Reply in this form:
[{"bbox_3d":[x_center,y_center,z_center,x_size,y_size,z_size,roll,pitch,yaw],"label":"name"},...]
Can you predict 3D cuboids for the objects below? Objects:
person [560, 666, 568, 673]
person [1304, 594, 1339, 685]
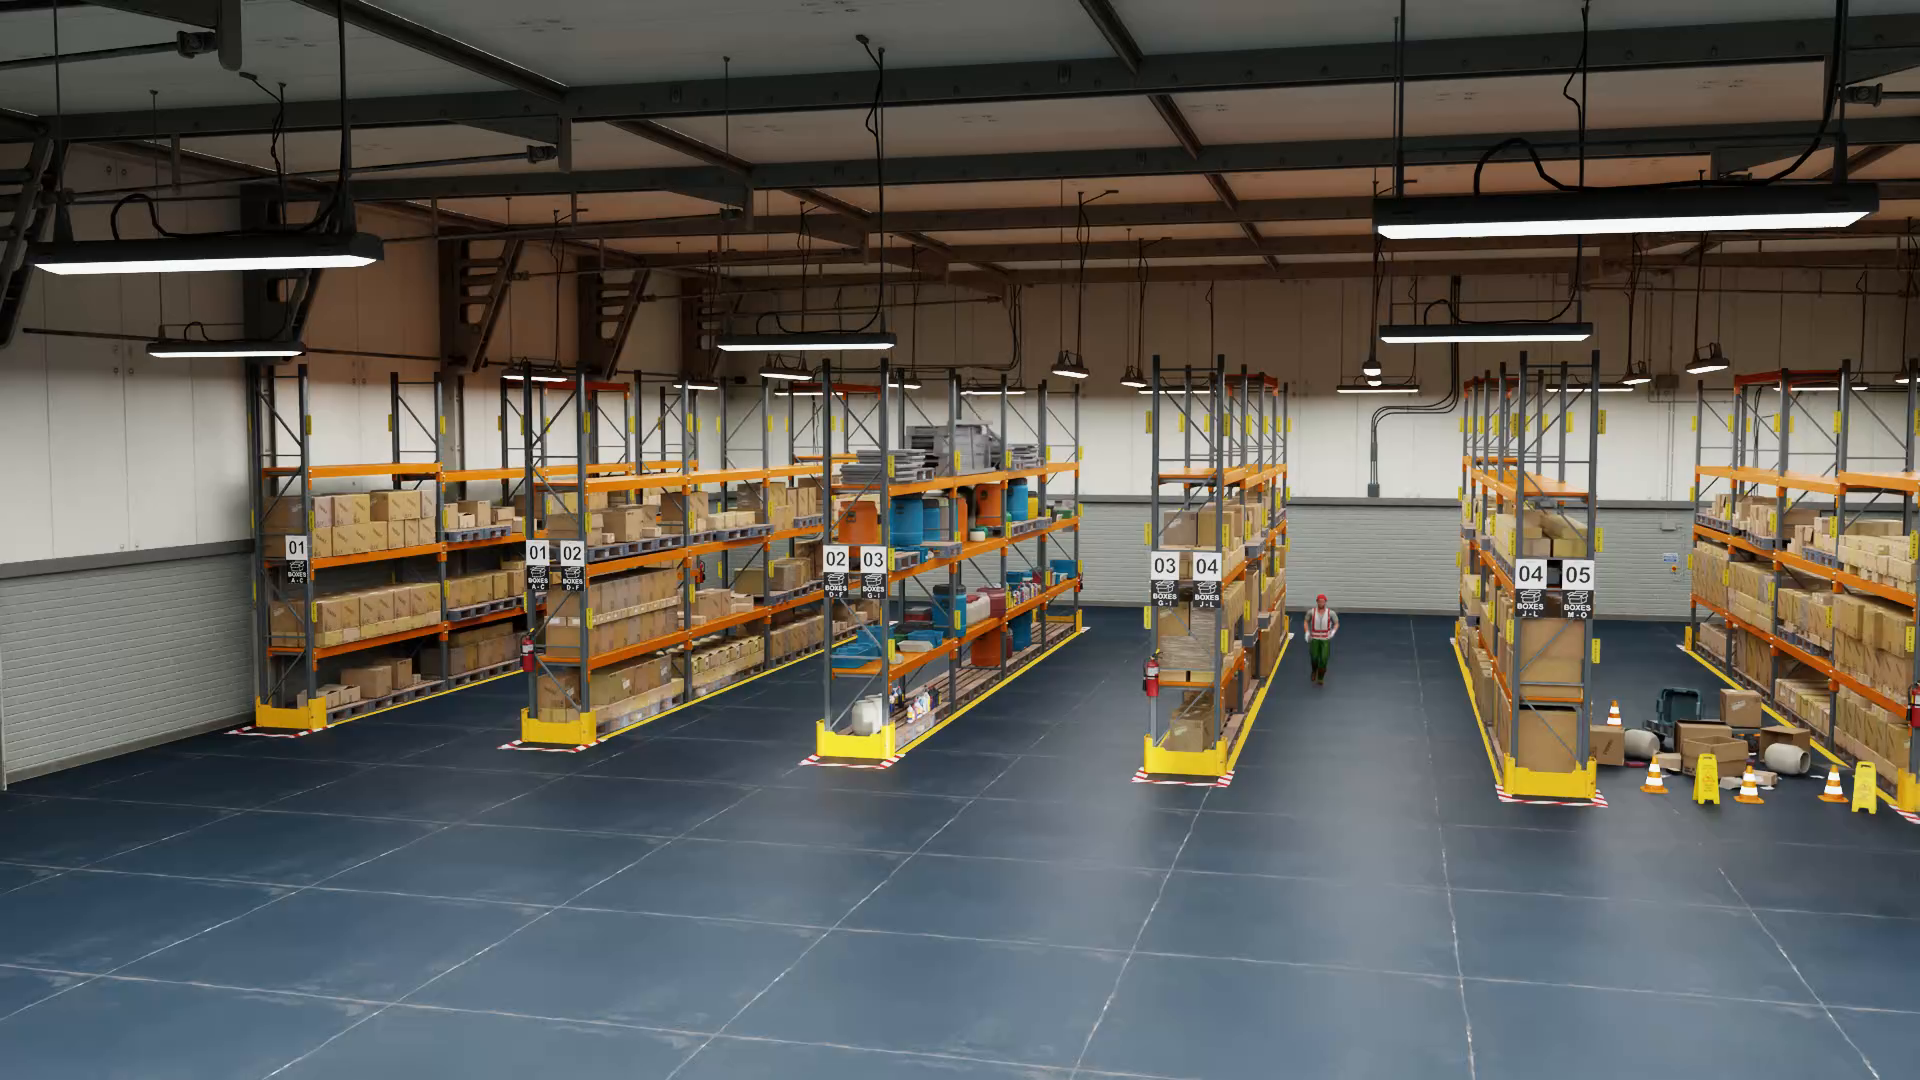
[{"bbox_3d":[-7.177,2.013,30.741,0.690,1.721,0.597,0,4,6],"label":"person"},{"bbox_3d":[6.965,1.917,32.037,0.669,1.749,0.583,1,4,12],"label":"person"}]
